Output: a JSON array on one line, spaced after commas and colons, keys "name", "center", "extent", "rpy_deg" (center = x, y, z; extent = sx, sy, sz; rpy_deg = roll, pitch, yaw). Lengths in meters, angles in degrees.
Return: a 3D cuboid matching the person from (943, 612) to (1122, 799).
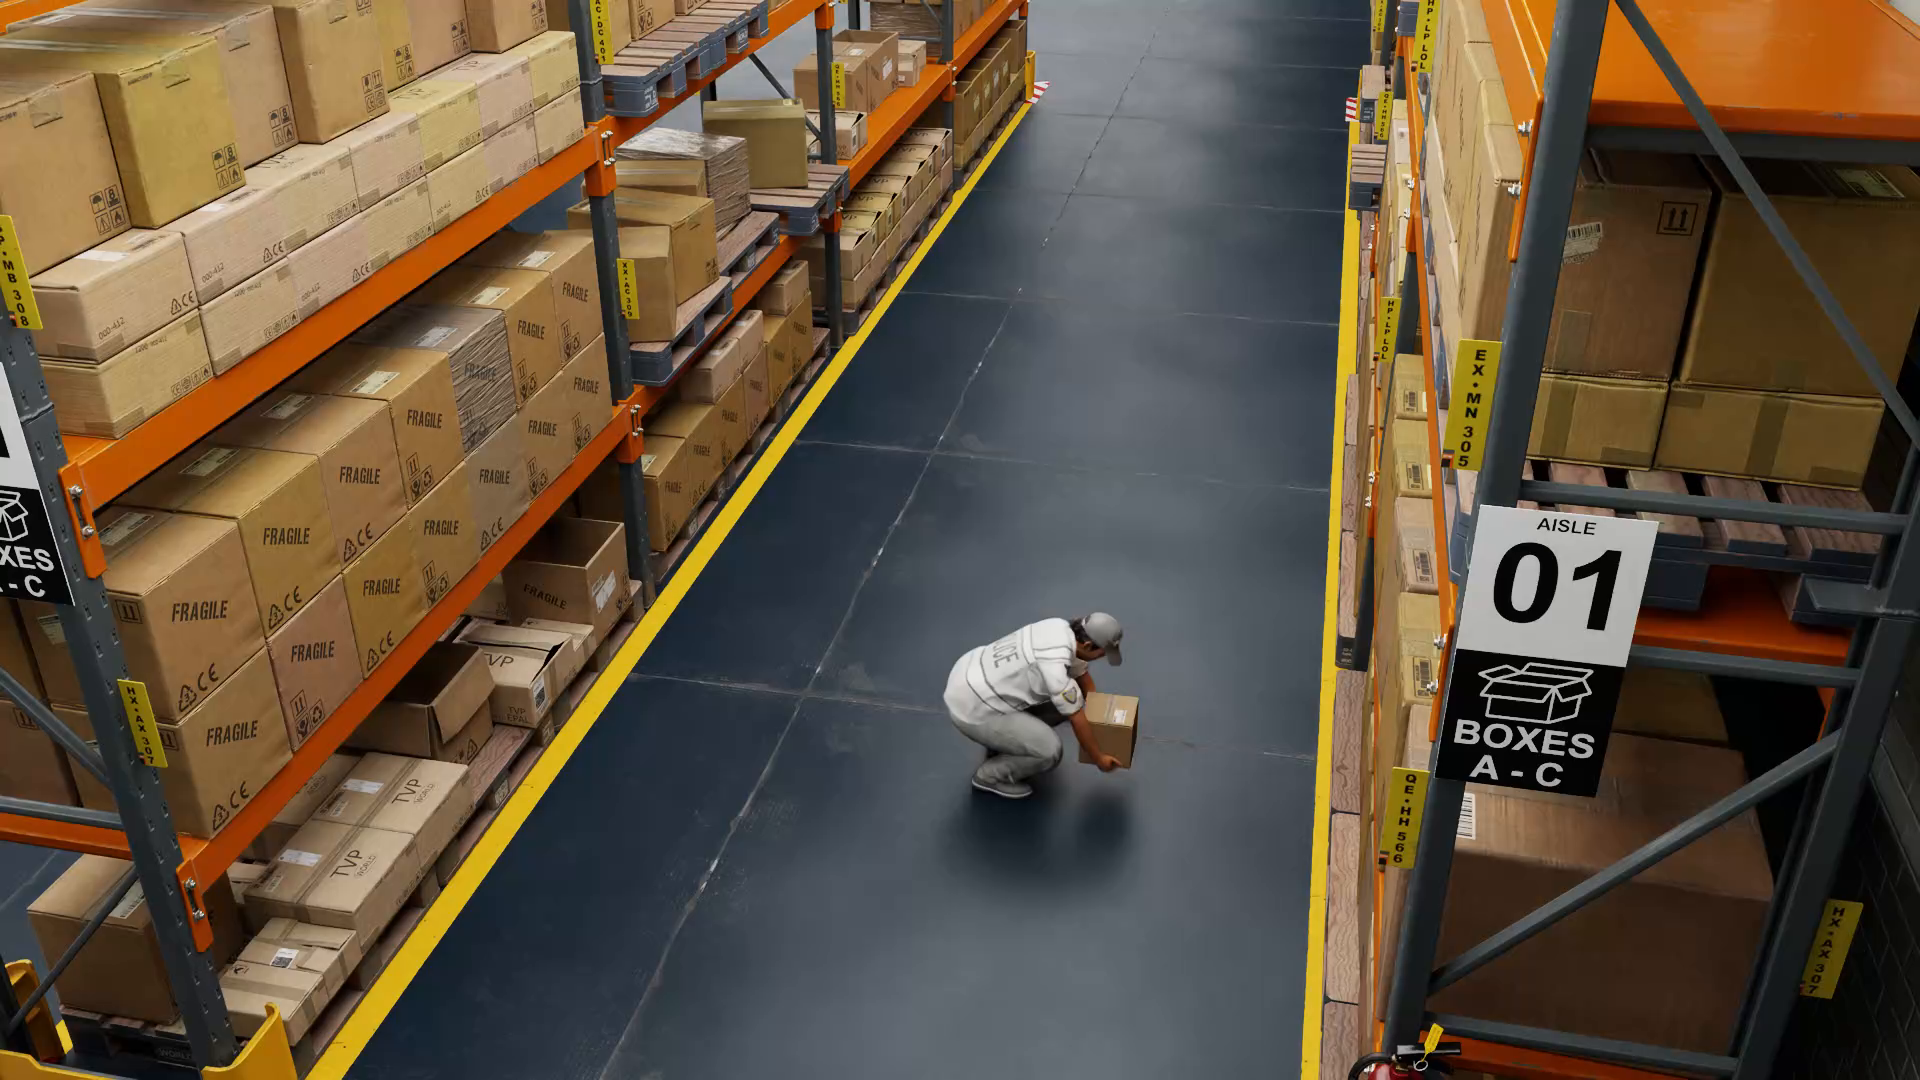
[{"name": "person", "center": [0.372, 0.759, 7.996], "extent": [0.883, 0.947, 0.509], "rpy_deg": [5, 29, 9]}]
